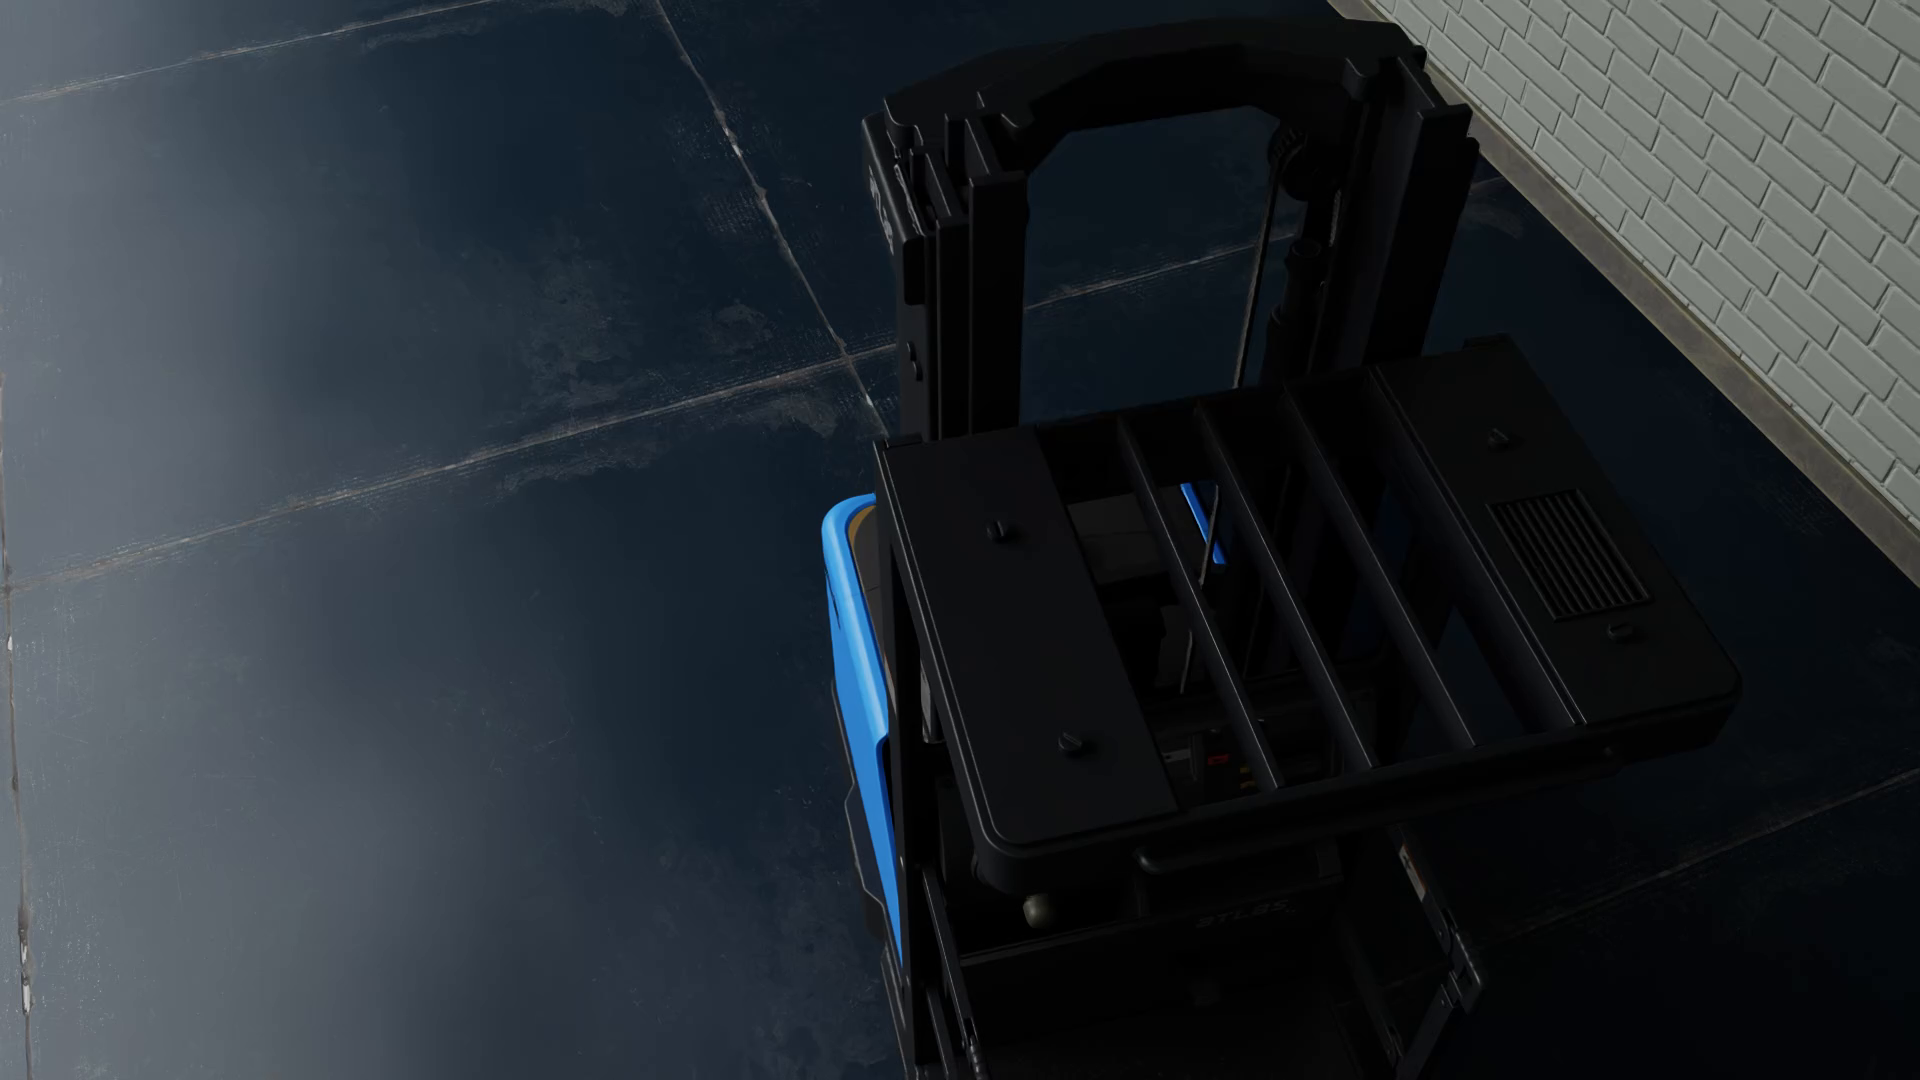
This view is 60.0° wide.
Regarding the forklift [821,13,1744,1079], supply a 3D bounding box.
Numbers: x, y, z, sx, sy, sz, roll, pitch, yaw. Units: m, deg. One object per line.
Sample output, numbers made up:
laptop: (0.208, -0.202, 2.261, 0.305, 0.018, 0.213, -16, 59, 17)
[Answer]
forklift: (0.461, 0.643, 3.266, 1.130, 2.935, 3.031, -10, 50, -9)
